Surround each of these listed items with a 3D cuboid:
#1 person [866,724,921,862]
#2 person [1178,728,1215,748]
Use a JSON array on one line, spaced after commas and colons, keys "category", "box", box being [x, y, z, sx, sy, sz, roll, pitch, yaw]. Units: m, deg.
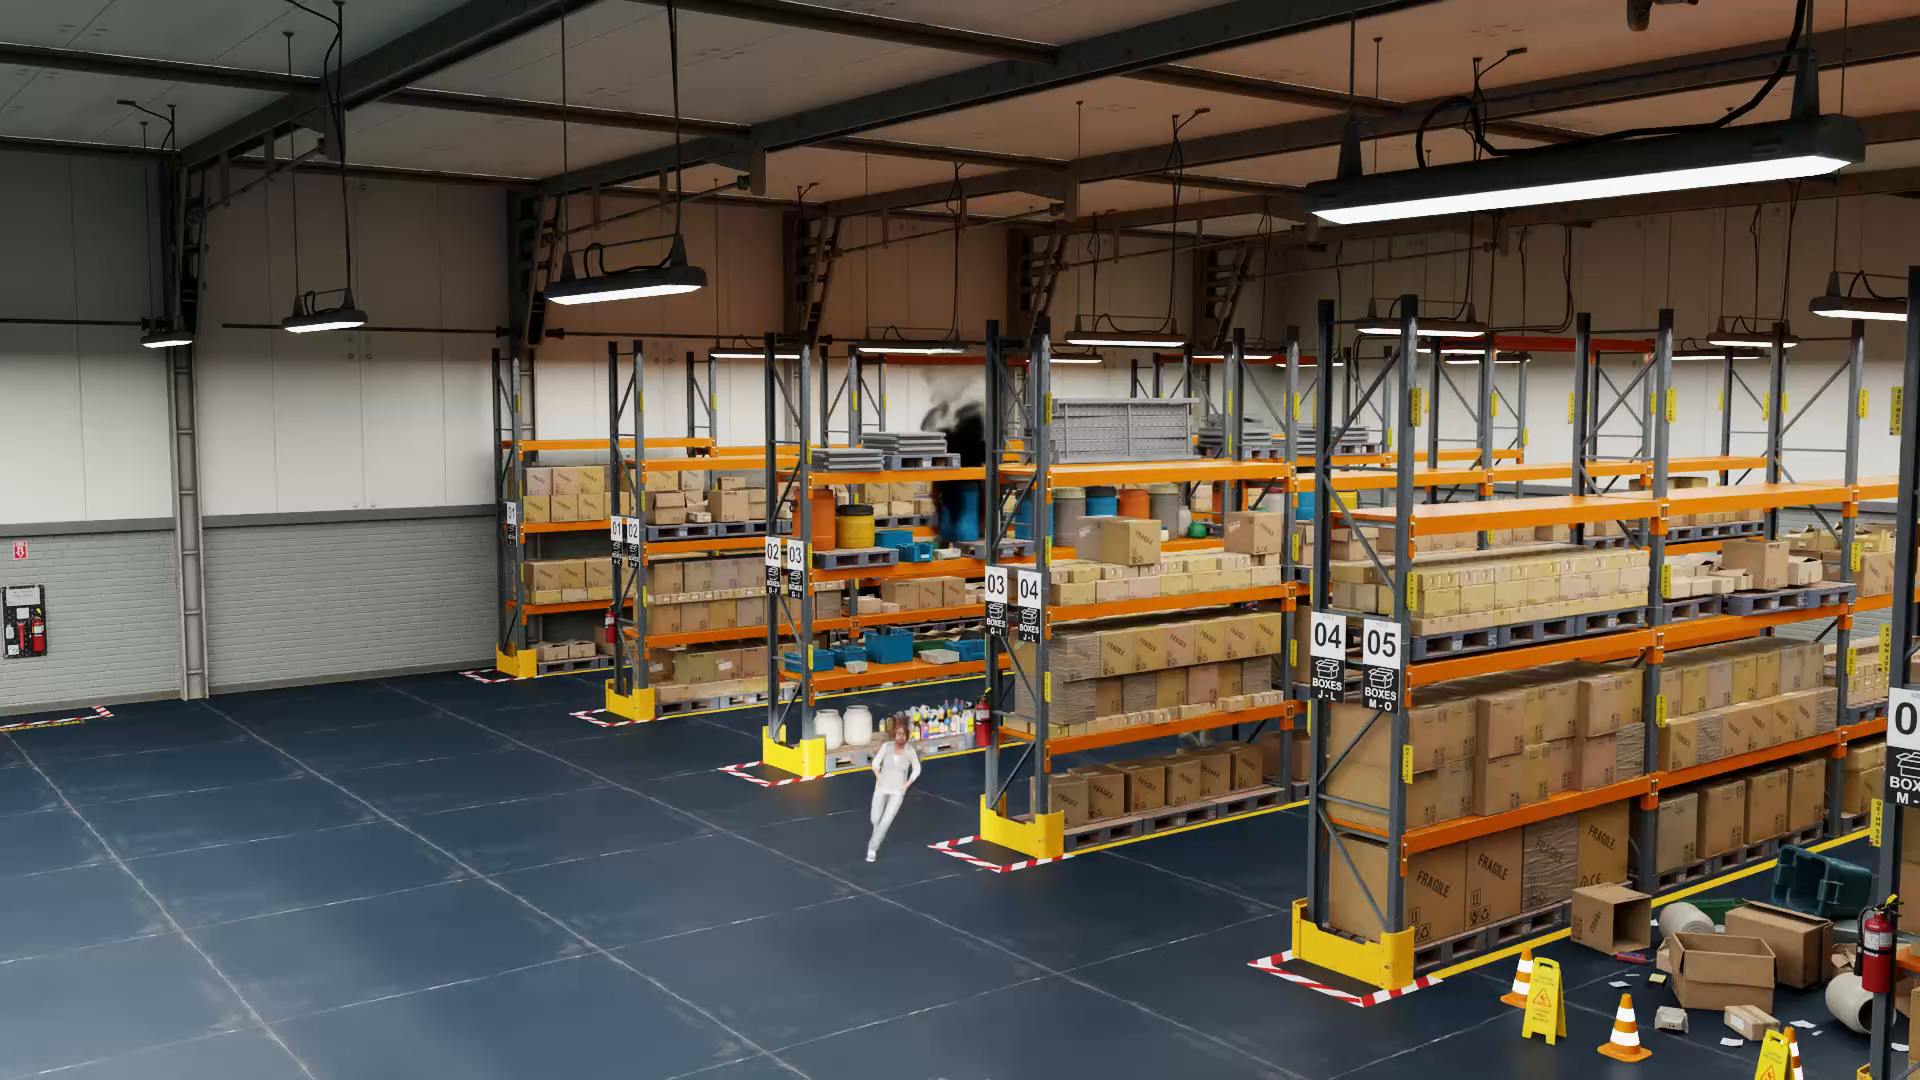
[{"category": "person", "box": [-0.732, 2.784, 18.596, 0.594, 1.521, 0.659, 0, 5, 5]}, {"category": "person", "box": [3.241, 2.301, 22.622, 0.741, 1.738, 0.637, -5, 7, -44]}]
